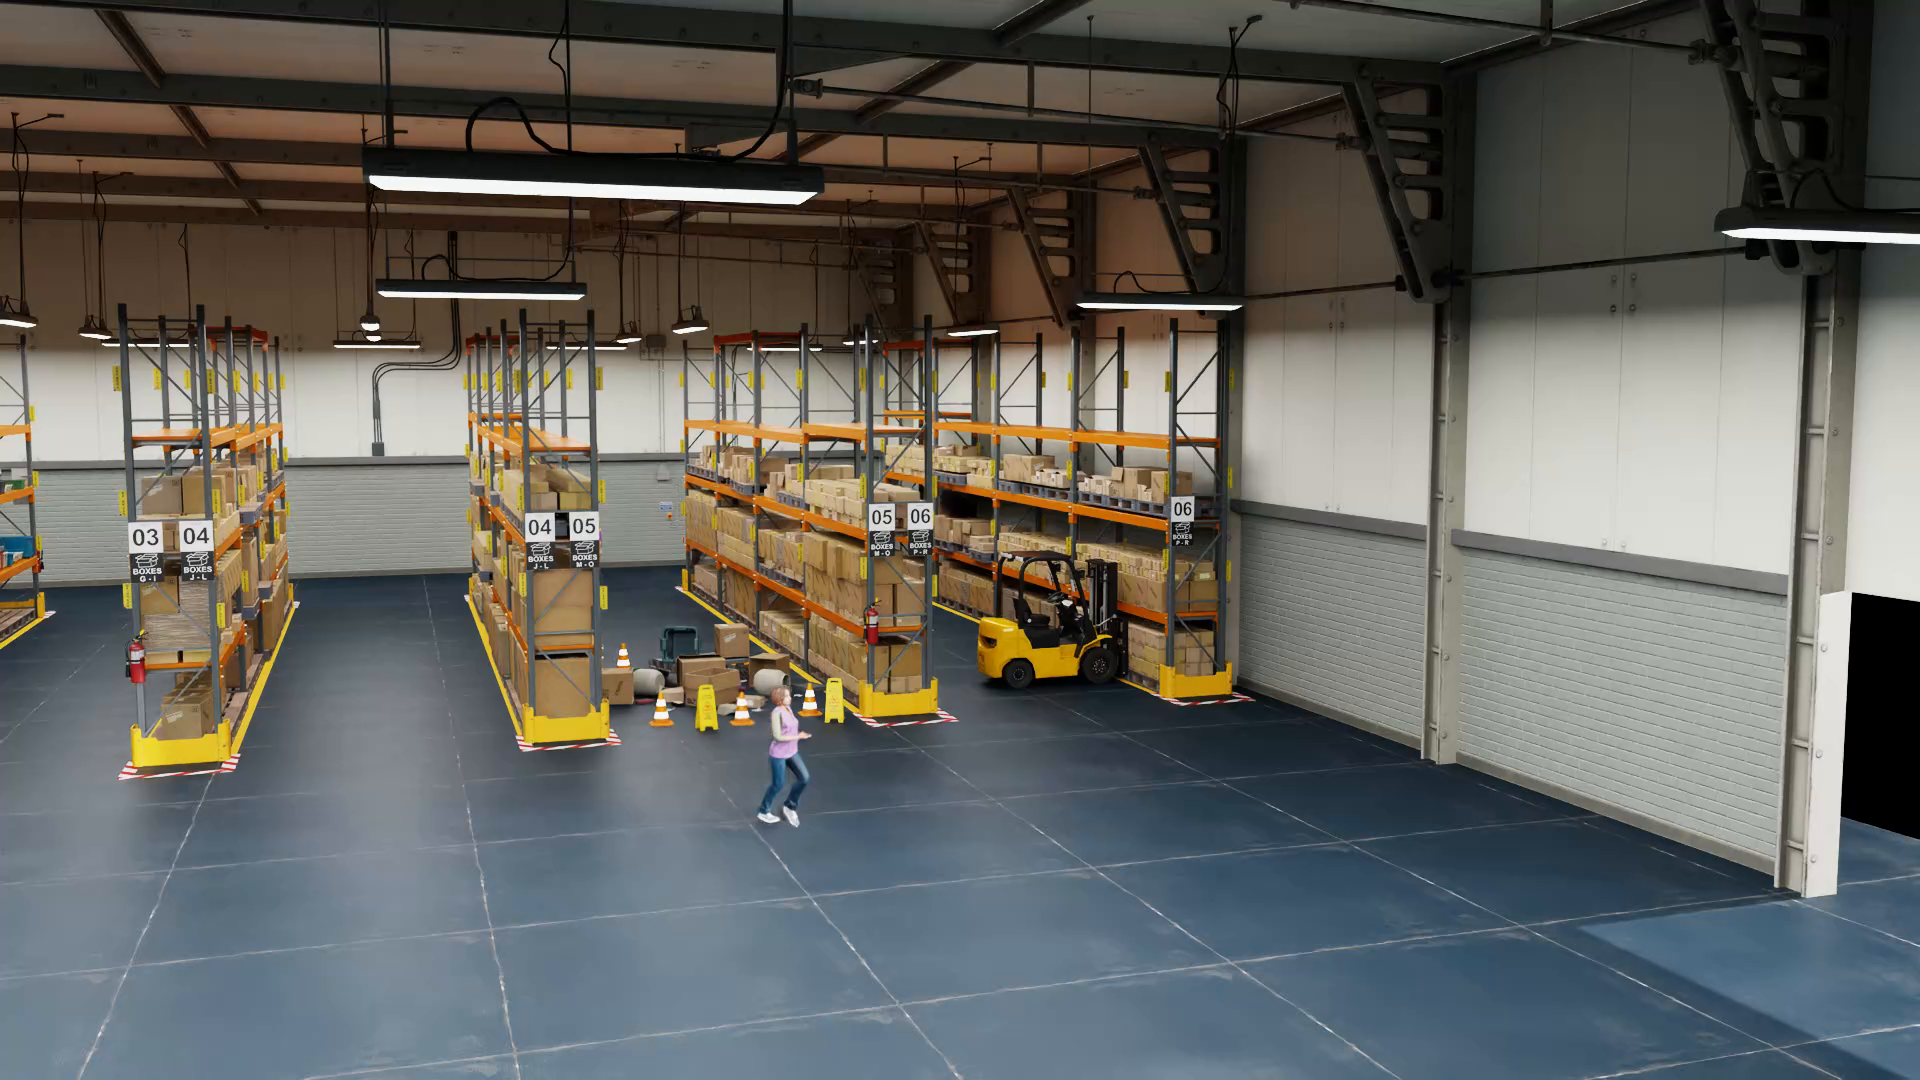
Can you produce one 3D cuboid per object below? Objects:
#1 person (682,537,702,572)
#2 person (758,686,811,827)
[{"bbox_3d":[-6.618,0.256,41.261,0.596,1.667,0.676,0,5,-3],"label":"person"},{"bbox_3d":[-1.966,2.437,18.687,0.672,1.611,0.508,3,6,26],"label":"person"}]
